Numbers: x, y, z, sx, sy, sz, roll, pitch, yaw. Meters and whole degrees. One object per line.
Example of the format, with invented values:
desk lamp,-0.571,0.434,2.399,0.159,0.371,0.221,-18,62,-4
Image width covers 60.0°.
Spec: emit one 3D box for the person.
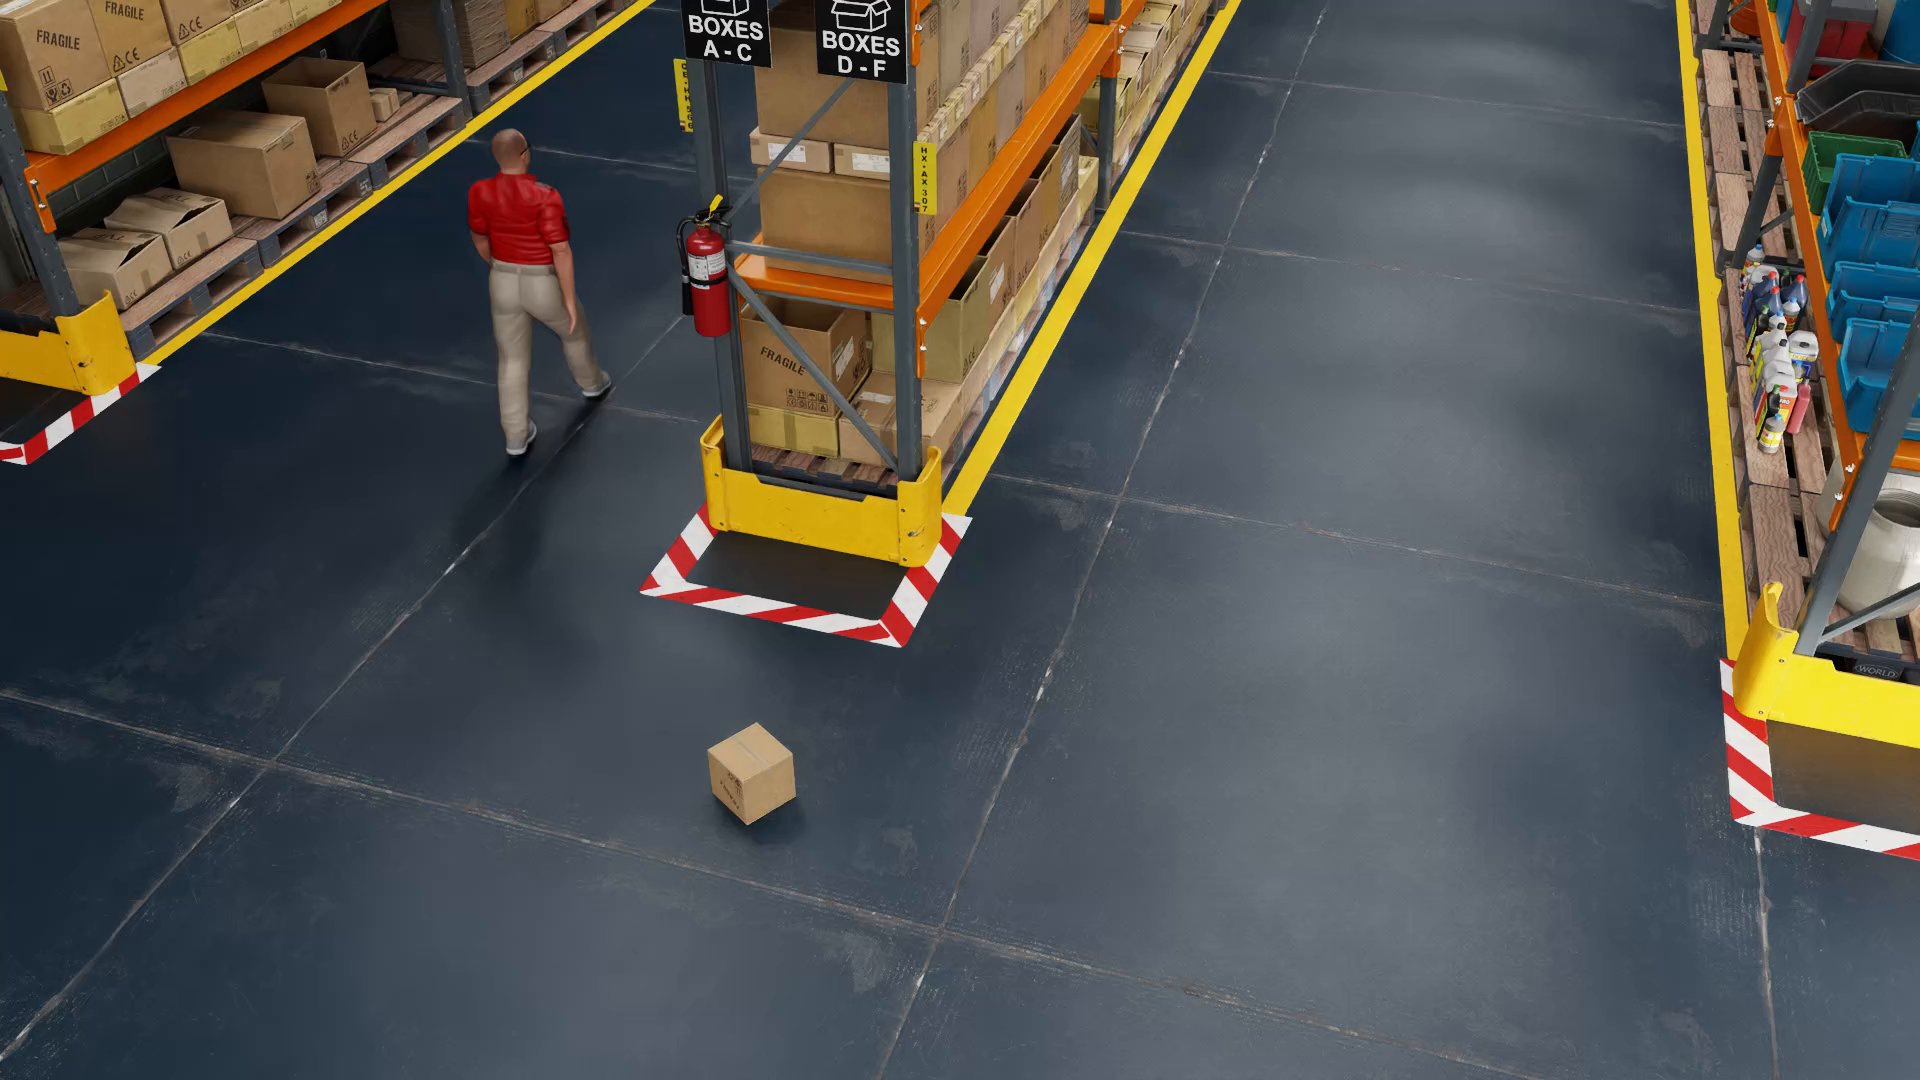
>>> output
person,-2.225,-1.358,8.721,0.586,1.712,0.937,4,37,5
